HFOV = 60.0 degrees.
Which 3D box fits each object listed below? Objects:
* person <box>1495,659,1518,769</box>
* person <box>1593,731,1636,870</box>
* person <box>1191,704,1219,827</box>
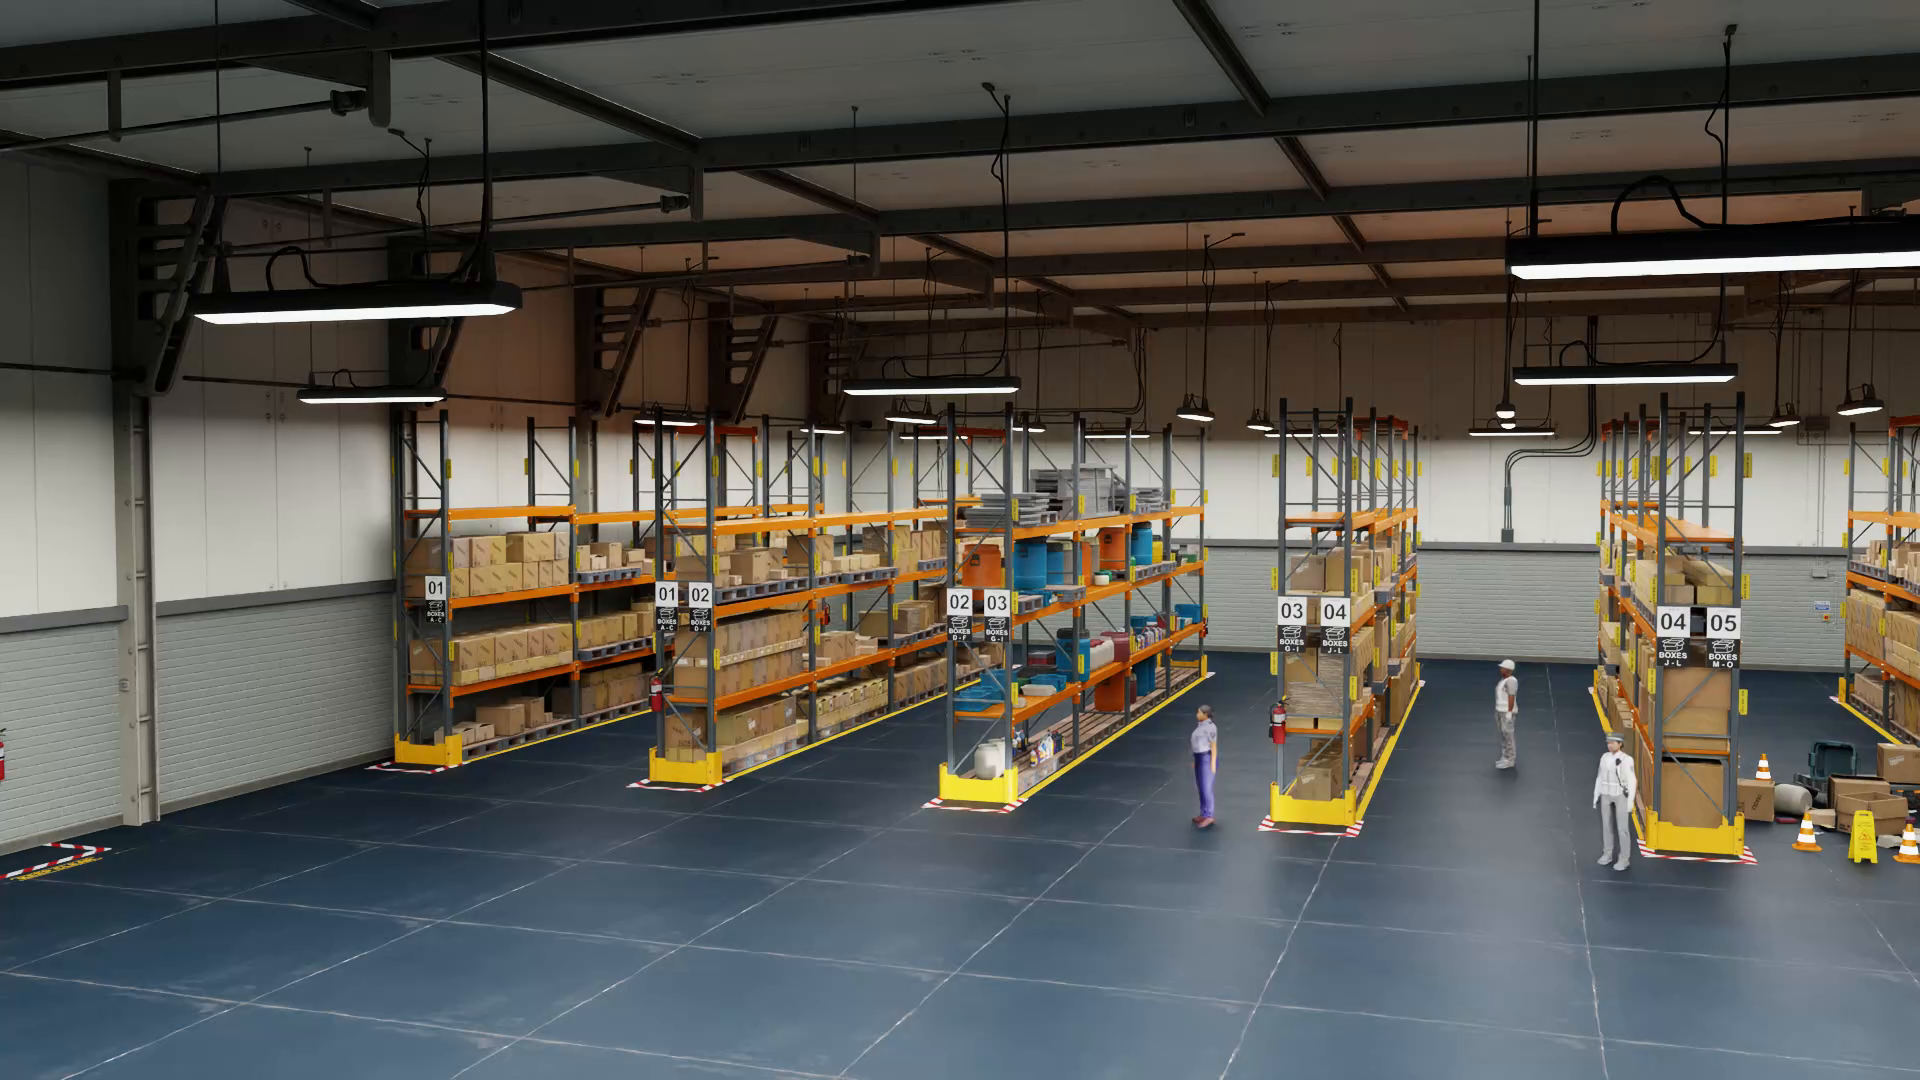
[{"bbox_3d":[9.168,2.908,27.981,0.445,1.789,0.604,0,2,-1],"label":"person"},{"bbox_3d":[8.239,3.260,20.971,0.373,1.704,0.511,-2,3,-33],"label":"person"},{"bbox_3d":[3.447,3.175,23.527,0.411,1.673,0.604,0,2,-11],"label":"person"}]
